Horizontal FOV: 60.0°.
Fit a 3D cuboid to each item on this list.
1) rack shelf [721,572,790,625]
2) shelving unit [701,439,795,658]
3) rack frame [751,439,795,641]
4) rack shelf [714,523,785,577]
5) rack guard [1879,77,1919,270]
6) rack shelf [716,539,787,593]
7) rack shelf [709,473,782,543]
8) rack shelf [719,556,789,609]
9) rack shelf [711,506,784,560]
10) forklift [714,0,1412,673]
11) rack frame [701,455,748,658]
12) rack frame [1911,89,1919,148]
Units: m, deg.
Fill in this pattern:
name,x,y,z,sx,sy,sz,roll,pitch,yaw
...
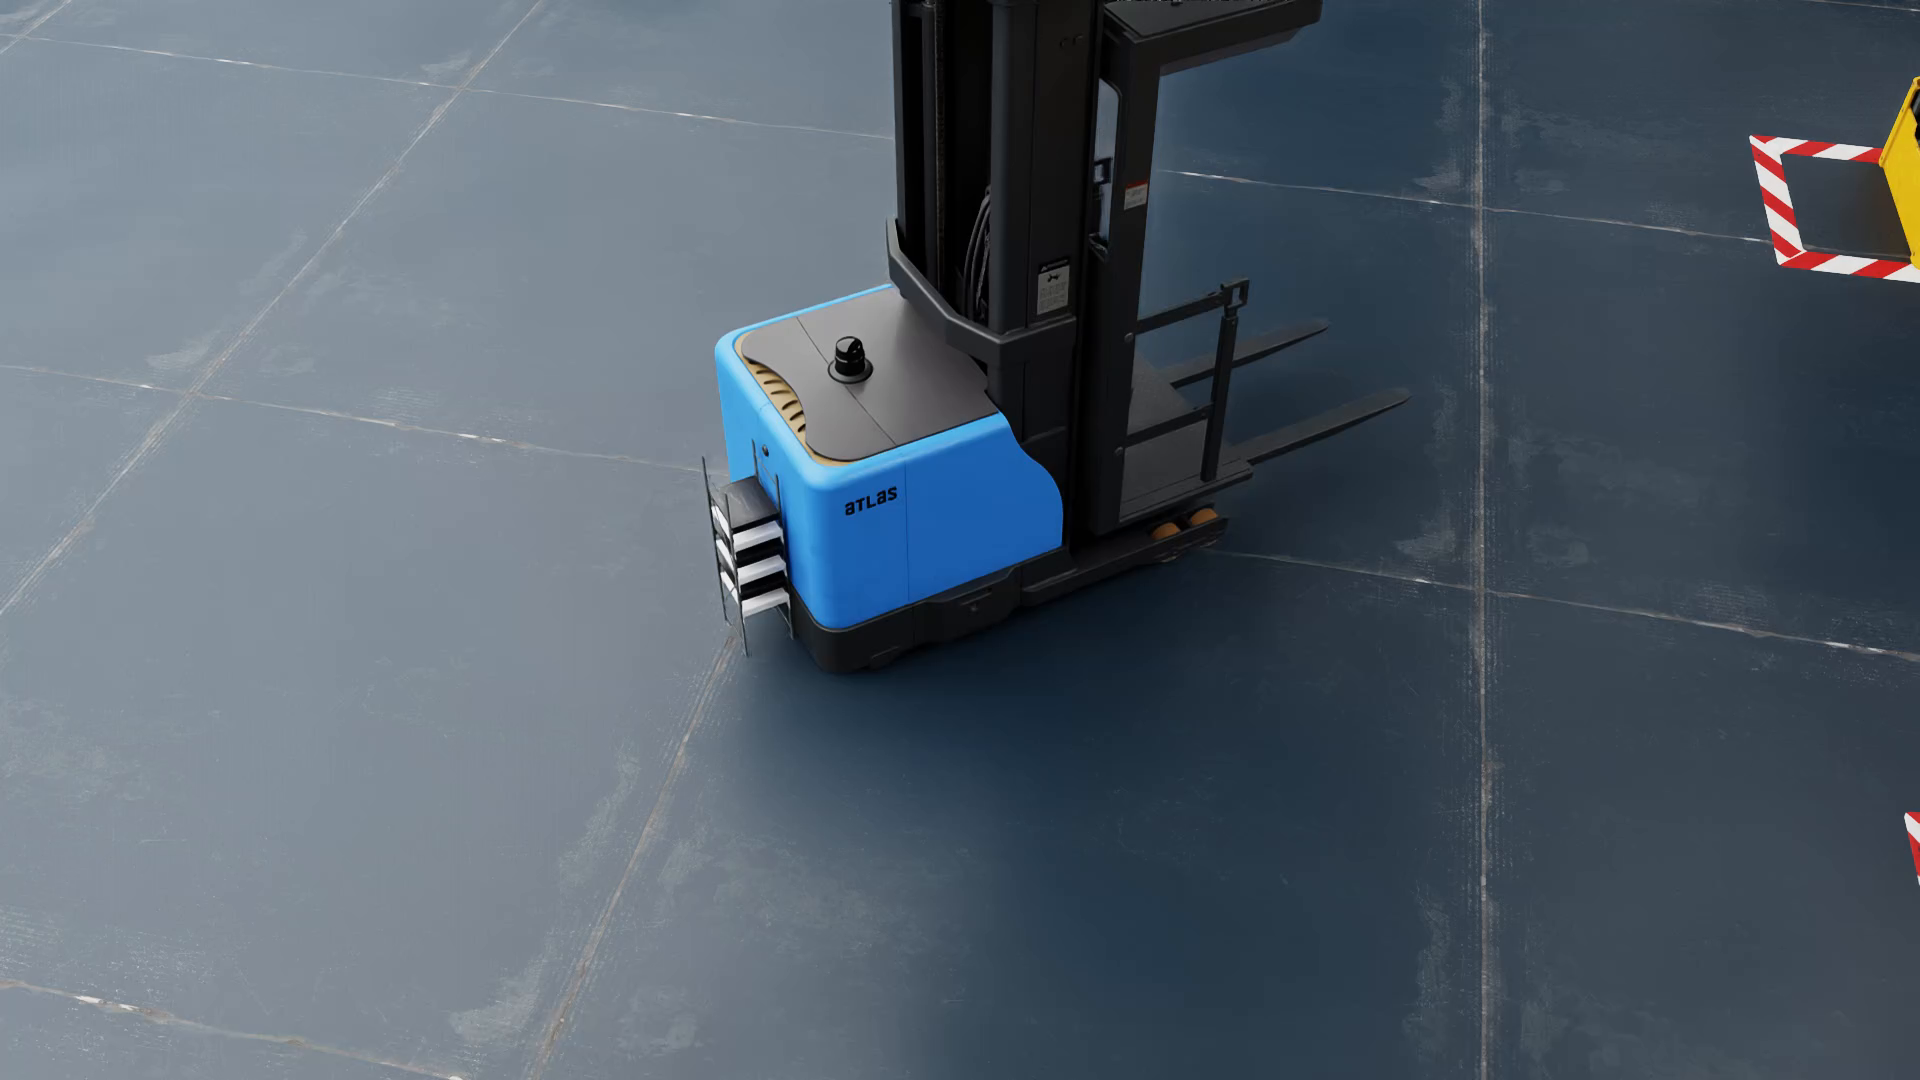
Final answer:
name,x,y,z,sx,sy,sz,roll,pitch,yaw
rack shelf,-0.824,0.201,6.660,0.200,0.077,0.258,-20,47,-20
shelving unit,-0.824,0.047,6.512,0.210,0.900,0.258,-20,47,-20
rack frame,-0.734,0.014,6.547,0.006,0.900,0.240,-20,47,-20
rack shelf,-0.824,0.006,6.473,0.200,0.077,0.258,-20,47,-20
rack guard,5.271,-1.951,8.877,0.348,0.500,1.175,9,45,9
rack shelf,-0.824,0.071,6.535,0.200,0.077,0.258,-20,47,-20
rack shelf,-0.824,-0.124,6.348,0.200,0.077,0.258,-20,47,-20
rack shelf,-0.824,0.136,6.598,0.200,0.077,0.258,-20,47,-20
rack shelf,-0.824,-0.059,6.411,0.200,0.077,0.258,-20,47,-20
forklift,0.571,-1.267,6.413,3.031,2.935,1.130,-20,47,-20
rack frame,-0.913,0.080,6.478,0.006,0.900,0.240,-20,47,-20
rack frame,5.197,-2.863,8.022,0.127,3.000,1.000,9,45,9
